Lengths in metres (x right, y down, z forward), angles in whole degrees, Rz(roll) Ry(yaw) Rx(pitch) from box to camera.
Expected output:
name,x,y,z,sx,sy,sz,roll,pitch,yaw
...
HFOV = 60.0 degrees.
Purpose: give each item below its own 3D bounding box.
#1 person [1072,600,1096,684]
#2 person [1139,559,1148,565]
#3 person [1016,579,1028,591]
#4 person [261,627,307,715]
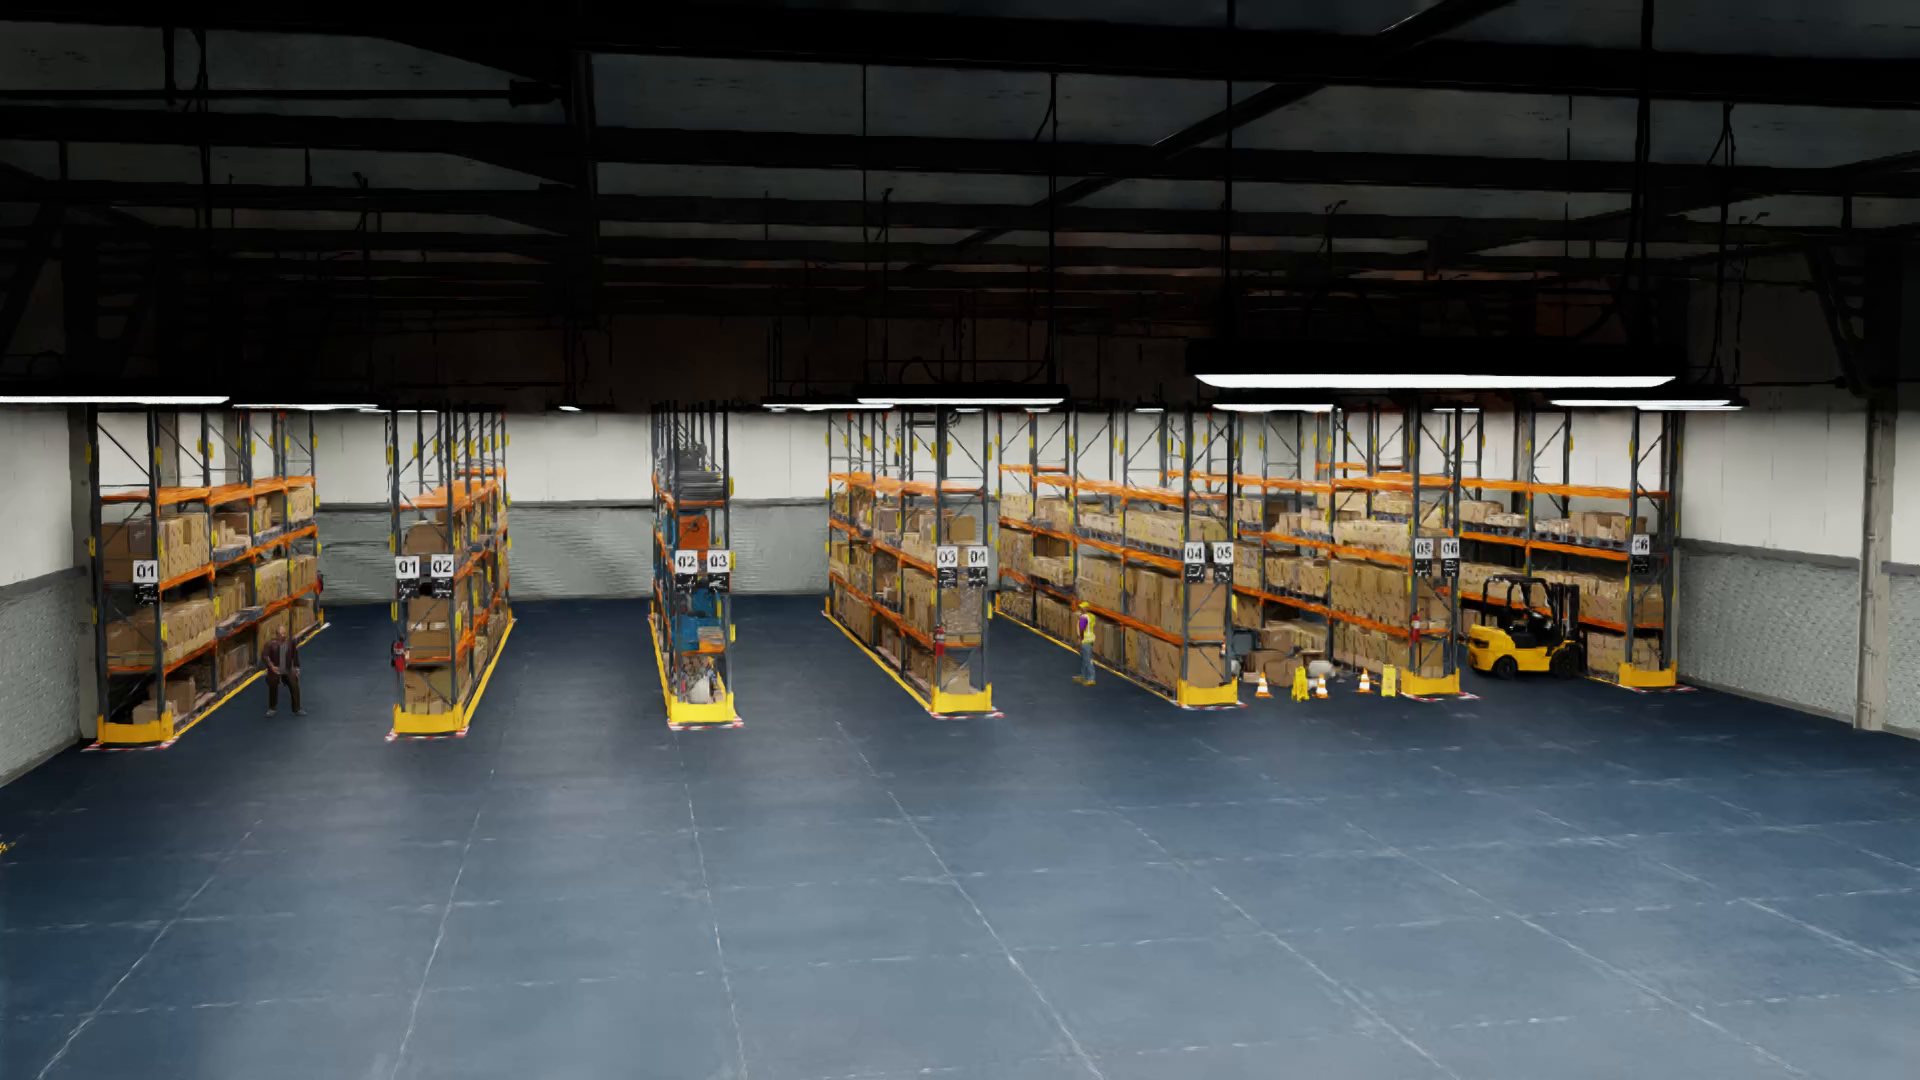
name,x,y,z,sx,sy,sz,roll,pitch,yaw
person,2.645,2.158,35.401,0.580,1.763,0.673,2,5,21
person,5.303,1.275,47.920,0.486,1.667,0.642,-1,4,-7
person,2.036,0.897,52.574,0.608,1.741,0.960,1,4,12
person,-12.866,2.479,31.538,0.733,1.716,0.872,-3,5,-31
